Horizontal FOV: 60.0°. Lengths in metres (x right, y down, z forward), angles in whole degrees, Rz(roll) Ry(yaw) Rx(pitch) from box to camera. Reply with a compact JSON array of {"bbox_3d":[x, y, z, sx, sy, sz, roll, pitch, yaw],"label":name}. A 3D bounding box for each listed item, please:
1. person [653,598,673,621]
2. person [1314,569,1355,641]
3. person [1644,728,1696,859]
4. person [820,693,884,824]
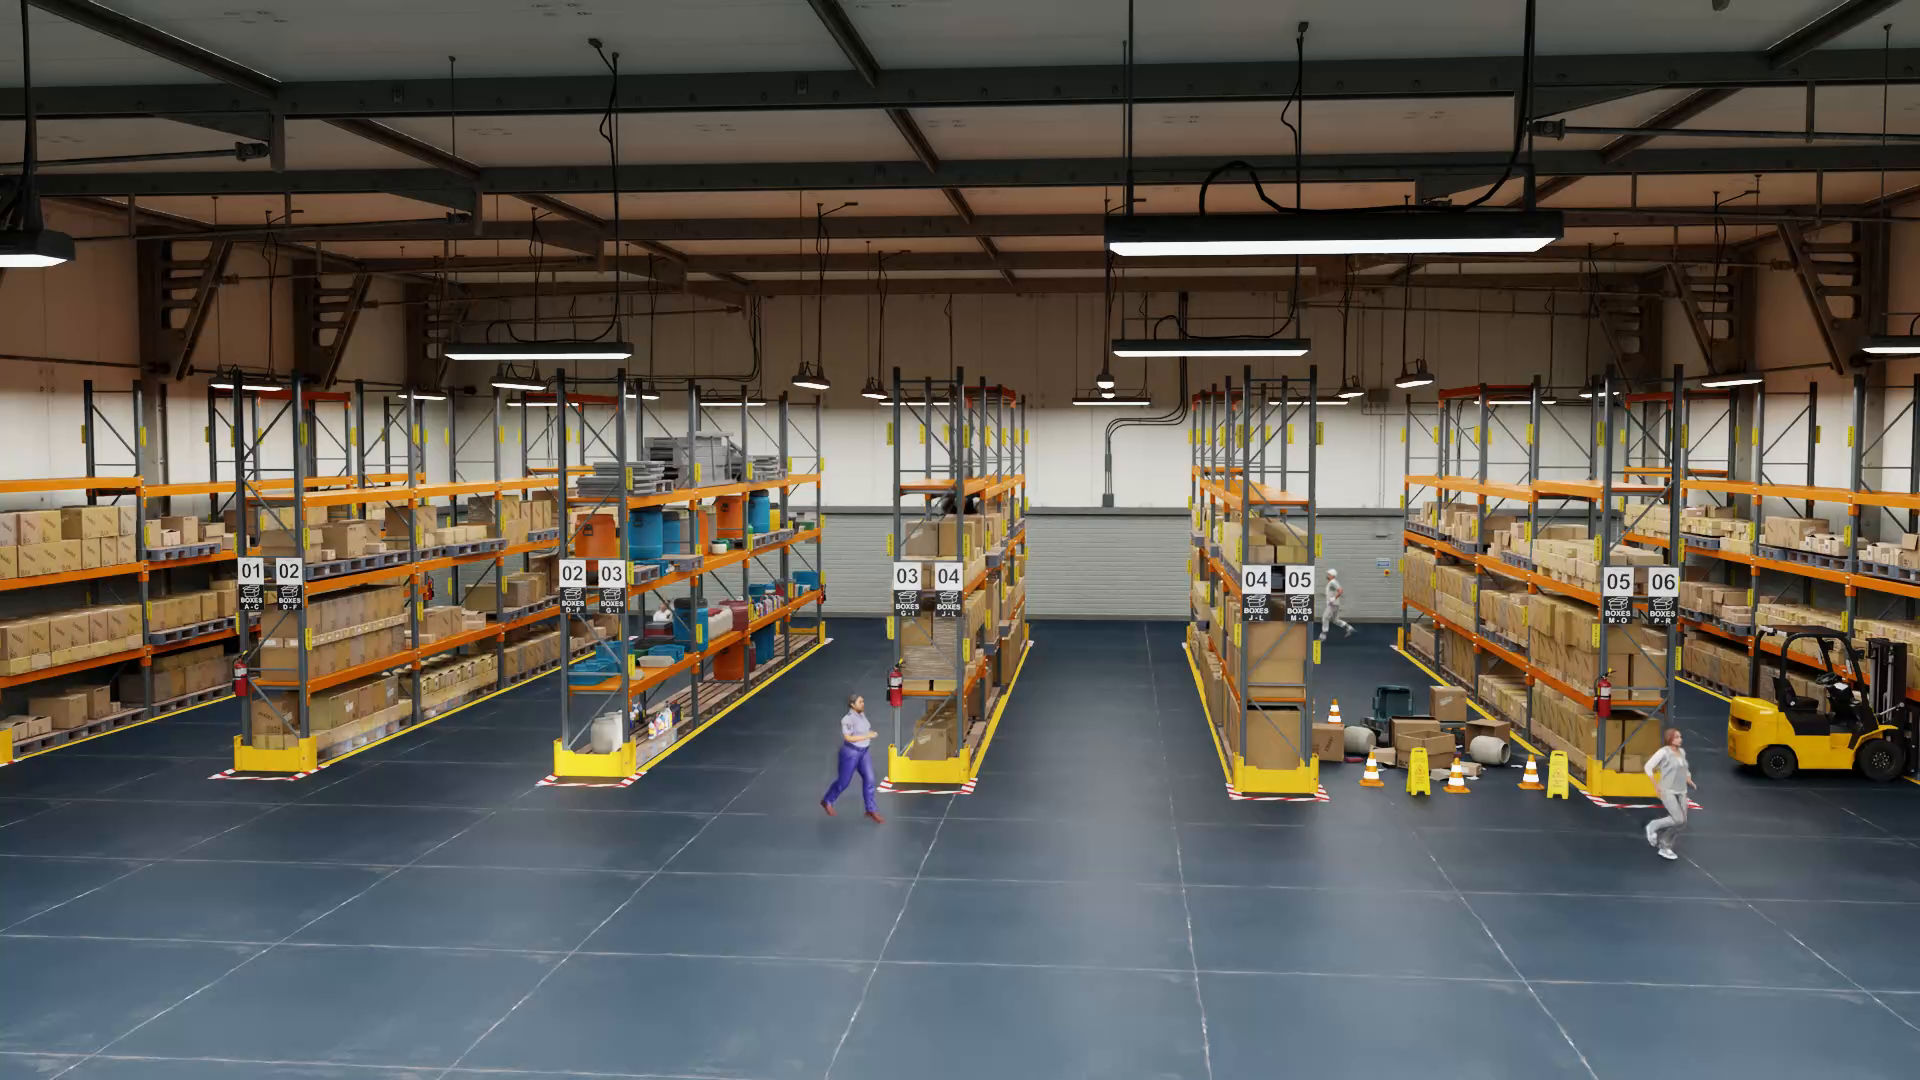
[{"bbox_3d":[-6.162,2.026,34.744,0.628,1.662,0.612,1,4,11],"label":"person"},{"bbox_3d":[9.100,1.599,40.391,0.991,1.789,0.669,1,4,9],"label":"person"},{"bbox_3d":[8.456,3.006,19.729,0.544,1.554,0.547,-2,4,-23],"label":"person"},{"bbox_3d":[-1.399,2.818,21.609,0.909,1.670,0.590,2,4,31],"label":"person"}]
